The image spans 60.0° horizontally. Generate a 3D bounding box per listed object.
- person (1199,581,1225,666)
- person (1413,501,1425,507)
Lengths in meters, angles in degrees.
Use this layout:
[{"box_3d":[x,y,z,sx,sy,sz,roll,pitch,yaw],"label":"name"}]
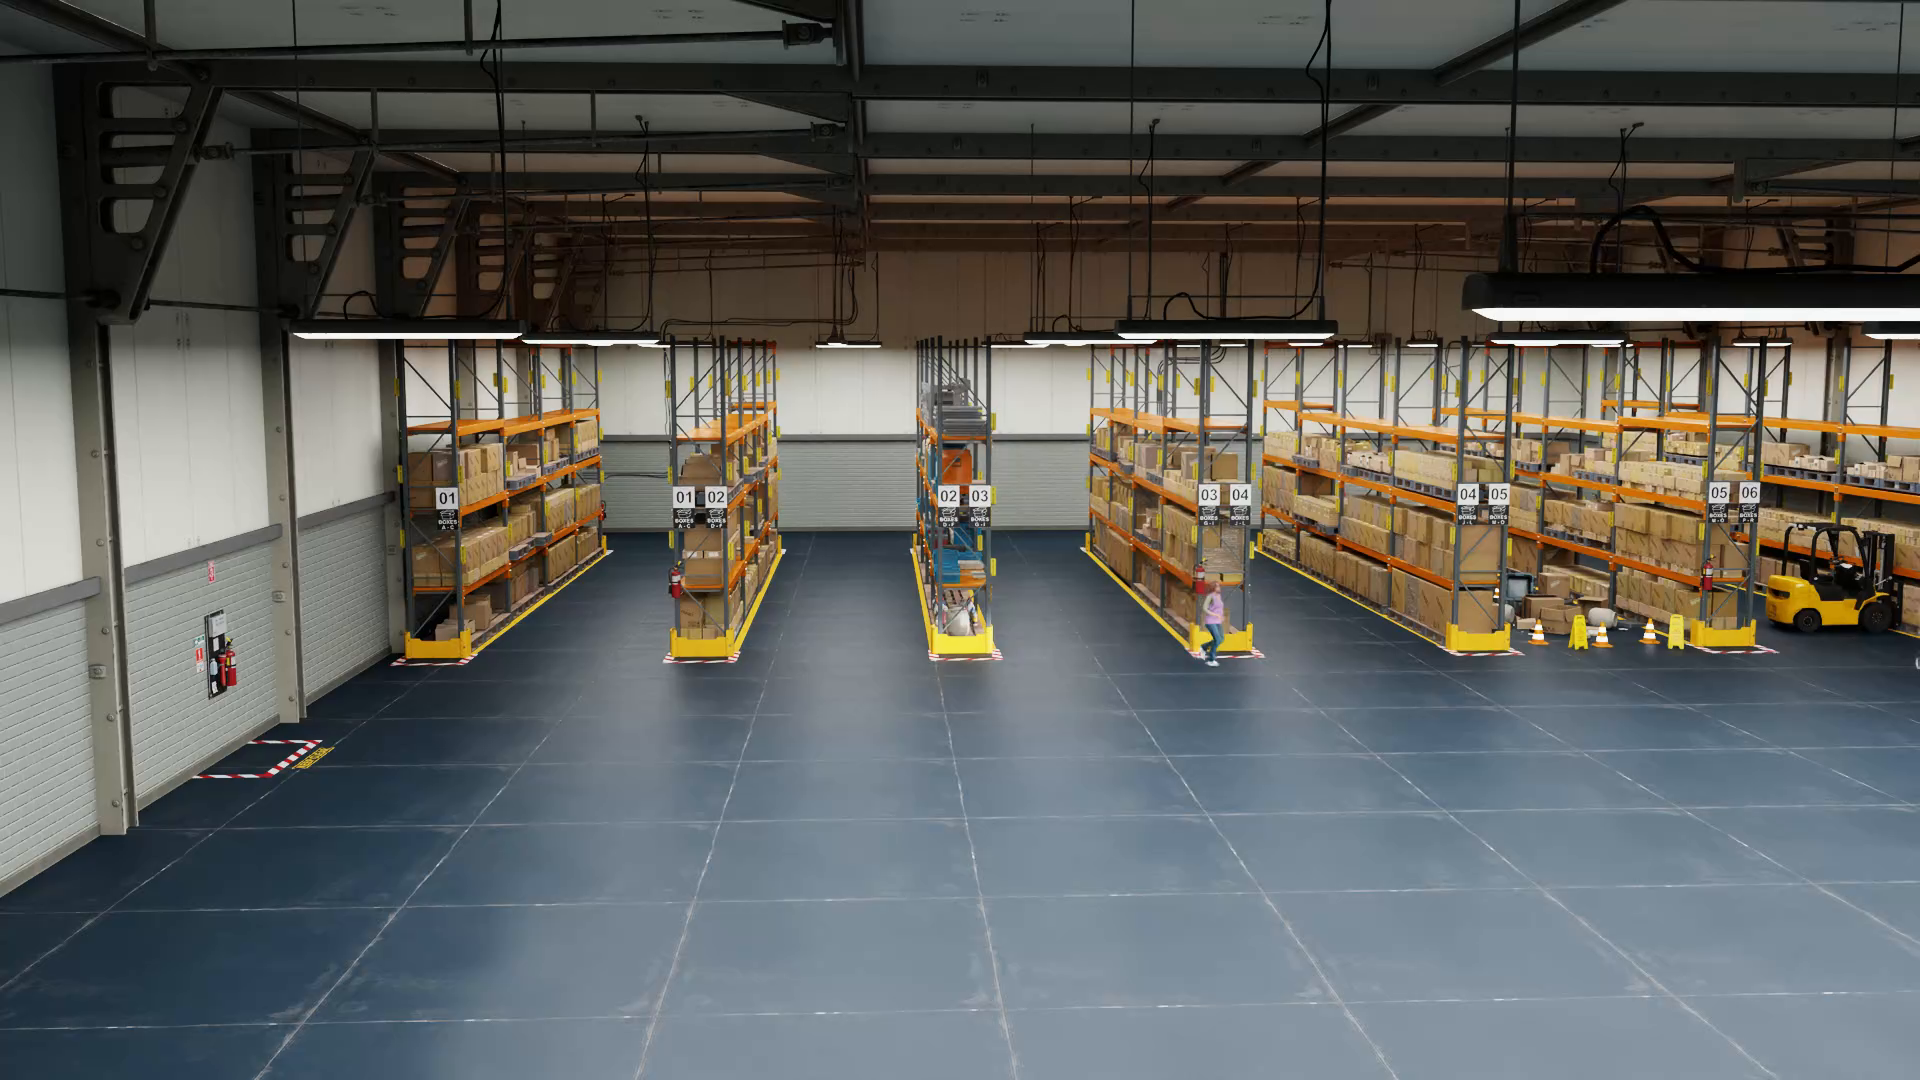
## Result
[{"box_3d":[4.620,1.523,30.432,0.567,1.569,0.561,5,8,37],"label":"person"},{"box_3d":[13.716,-0.696,49.488,0.854,1.663,0.632,2,7,14],"label":"person"}]
